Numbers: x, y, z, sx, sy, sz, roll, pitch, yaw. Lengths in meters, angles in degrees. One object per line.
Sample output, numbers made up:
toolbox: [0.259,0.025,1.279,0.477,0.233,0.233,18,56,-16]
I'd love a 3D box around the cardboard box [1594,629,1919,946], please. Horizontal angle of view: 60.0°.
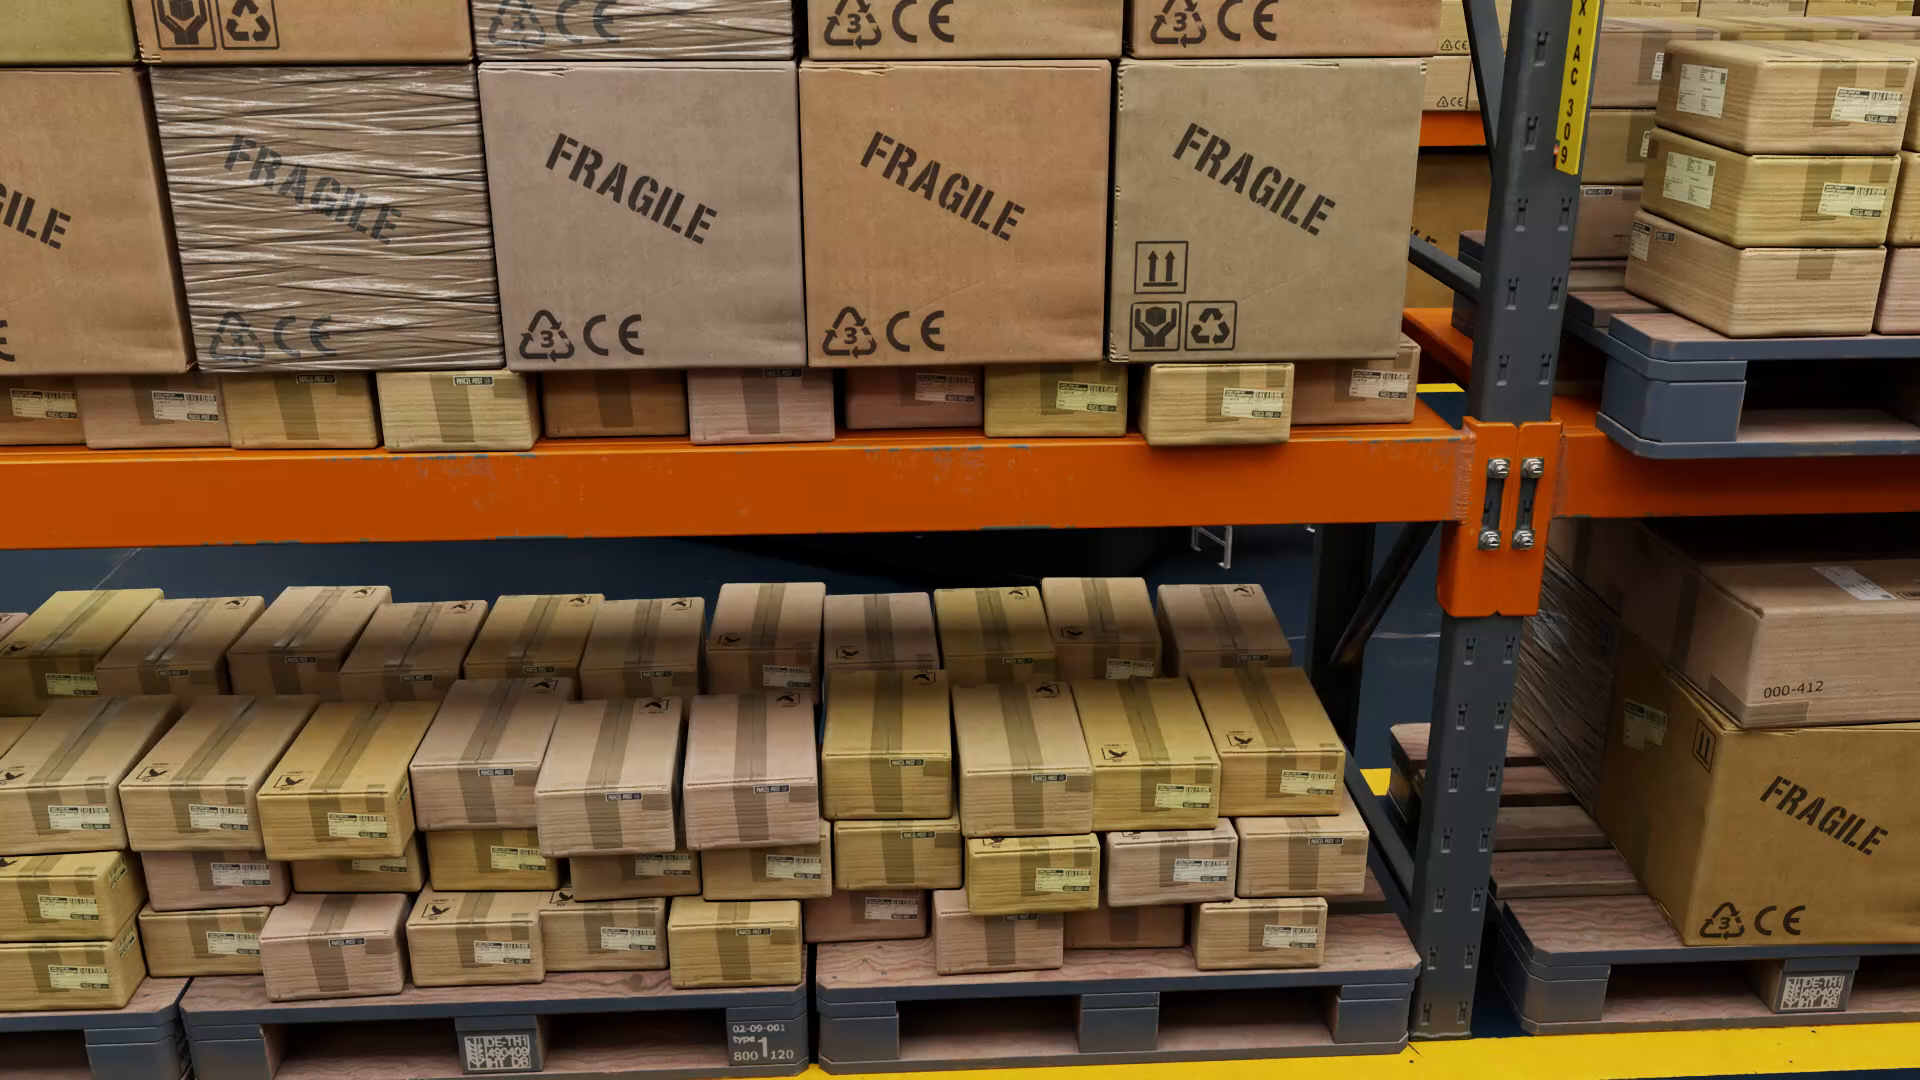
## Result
cardboard box: [1.712,0.501,3.512,0.500,0.500,0.500,0,21,-1]

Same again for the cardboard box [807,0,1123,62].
cardboard box: [-0.011,-1.085,2.791,0.500,0.500,0.500,-2,21,-5]

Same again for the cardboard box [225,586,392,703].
cardboard box: [-1.488,0.246,3.841,0.250,0.149,0.380,0,21,-1]

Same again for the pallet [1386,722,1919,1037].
pallet: [1.736,0.737,3.889,1.213,0.211,1.003,-1,21,-3]

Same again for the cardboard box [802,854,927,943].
cardboard box: [-0.208,0.681,3.532,0.250,0.149,0.380,-2,21,-4]

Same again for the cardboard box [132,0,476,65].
cardboard box: [-1.039,-1.063,2.734,0.500,0.500,0.500,-2,21,-5]

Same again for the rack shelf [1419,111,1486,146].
rack shelf: [2.572,-2.011,8.197,4.000,0.370,1.077,-1,21,-3]

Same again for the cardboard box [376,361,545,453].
cardboard box: [-0.870,-0.286,3.010,0.250,0.149,0.380,-1,21,-2]

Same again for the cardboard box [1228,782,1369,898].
cardboard box: [0.662,0.567,3.416,0.250,0.149,0.380,-1,21,-2]

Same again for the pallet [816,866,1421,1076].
pallet: [0.290,0.780,3.777,1.213,0.211,1.003,-1,21,-3]

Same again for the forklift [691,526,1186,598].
forklift: [-0.639,-1.524,6.005,3.031,2.935,1.130,11,23,27]

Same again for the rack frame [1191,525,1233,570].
rack frame: [0.895,-0.496,5.737,0.015,1.200,0.240,-9,23,-22]

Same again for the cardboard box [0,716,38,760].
cardboard box: [-1.965,0.492,3.195,0.250,0.149,0.380,-1,21,-3]

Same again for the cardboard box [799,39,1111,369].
cardboard box: [-0.027,-0.615,2.963,0.500,0.500,0.500,-2,21,-5]

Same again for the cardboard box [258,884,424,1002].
cardboard box: [-1.225,0.749,3.354,0.250,0.149,0.380,-2,21,-6]

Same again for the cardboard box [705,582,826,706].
cardboard box: [-0.443,0.238,3.860,0.250,0.149,0.380,-1,21,-2]

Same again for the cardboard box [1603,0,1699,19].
cardboard box: [3.078,-2.422,7.774,0.500,0.250,0.500,-2,21,-4]

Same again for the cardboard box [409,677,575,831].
cardboard box: [-0.934,0.427,3.365,0.250,0.149,0.380,-1,21,-3]

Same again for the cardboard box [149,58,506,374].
cardboard box: [-1.040,-0.603,2.931,0.500,0.500,0.500,-2,21,-4]

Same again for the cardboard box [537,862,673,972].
cardboard box: [-0.711,0.718,3.437,0.250,0.149,0.380,-1,21,-2]

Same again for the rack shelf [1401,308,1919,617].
rack shelf: [2.955,-0.254,3.584,4.000,0.370,1.077,-1,21,-3]

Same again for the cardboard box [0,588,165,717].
cardboard box: [-2.015,0.254,3.820,0.250,0.149,0.380,-2,21,-4]

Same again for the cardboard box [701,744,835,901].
cardboard box: [-0.383,0.571,3.405,0.250,0.149,0.380,-1,21,-2]

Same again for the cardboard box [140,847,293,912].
cardboard box: [-1.459,0.581,3.377,0.250,0.149,0.380,-2,21,-6]

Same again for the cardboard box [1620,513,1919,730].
cardboard box: [1.712,0.150,3.379,0.500,0.250,0.500,-2,21,-5]

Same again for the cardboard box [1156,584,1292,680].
cardboard box: [0.603,0.242,3.851,0.250,0.149,0.380,0,21,-1]

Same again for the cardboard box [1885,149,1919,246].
cardboard box: [1.637,-0.618,2.874,0.250,0.149,0.380,-2,21,-4]

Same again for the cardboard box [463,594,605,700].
cardboard box: [-0.959,0.264,3.792,0.250,0.149,0.380,-1,21,-3]

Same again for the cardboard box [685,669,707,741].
cardboard box: [-0.711,0.380,3.906,0.250,0.149,0.380,-1,21,-3]

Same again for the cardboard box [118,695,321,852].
cardboard box: [-1.445,0.455,3.291,0.250,0.149,0.380,0,21,-1]

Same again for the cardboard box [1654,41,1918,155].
cardboard box: [1.378,-0.751,2.805,0.250,0.149,0.380,0,21,0]

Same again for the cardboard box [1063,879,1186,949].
cardboard box: [0.322,0.691,3.507,0.250,0.149,0.380,-1,21,-2]

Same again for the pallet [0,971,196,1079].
pallet: [-2.146,0.829,3.647,1.213,0.211,1.003,-1,21,-3]

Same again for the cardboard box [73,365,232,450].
cardboard box: [-1.398,-0.293,3.029,0.250,0.149,0.380,-2,21,-4]

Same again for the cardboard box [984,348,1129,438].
cardboard box: [0.166,-0.315,3.087,0.250,0.149,0.380,0,21,-1]

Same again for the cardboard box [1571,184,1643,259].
cardboard box: [1.344,-0.707,3.525,0.250,0.149,0.380,-2,21,-4]

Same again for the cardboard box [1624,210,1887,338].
cardboard box: [1.378,-0.473,2.911,0.250,0.149,0.380,-2,21,-6]

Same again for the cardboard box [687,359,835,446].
cardboard box: [-0.363,-0.303,3.053,0.250,0.149,0.380,-2,21,-5]

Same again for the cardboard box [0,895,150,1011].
cardboard box: [-1.728,0.762,3.319,0.250,0.149,0.380,-1,21,-2]

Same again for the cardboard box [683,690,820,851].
cardboard box: [-0.411,0.451,3.302,0.250,0.149,0.380,-2,21,-6]

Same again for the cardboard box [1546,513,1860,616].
cardboard box: [1.688,-0.033,3.862,0.500,0.250,0.500,-2,21,-4]

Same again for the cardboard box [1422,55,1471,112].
cardboard box: [2.059,-2.167,7.808,0.500,0.250,0.500,-1,21,-3]

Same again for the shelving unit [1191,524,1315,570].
shelving unit: [1.118,-0.531,5.829,0.503,1.200,0.258,-9,23,-22]

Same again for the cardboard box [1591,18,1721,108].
cardboard box: [1.348,-0.984,3.417,0.250,0.149,0.380,0,21,-1]

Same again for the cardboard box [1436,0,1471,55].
cardboard box: [2.055,-2.400,7.717,0.500,0.250,0.500,-1,21,-2]

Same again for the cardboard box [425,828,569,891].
cardboard box: [-0.921,0.559,3.435,0.250,0.149,0.380,0,21,-1]

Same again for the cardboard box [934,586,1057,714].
cardboard box: [0.075,0.249,3.832,0.250,0.149,0.380,-1,21,-4]

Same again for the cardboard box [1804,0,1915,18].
cardboard box: [4.100,-2.451,7.851,0.500,0.250,0.500,-1,21,-3]

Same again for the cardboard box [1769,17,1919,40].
cardboard box: [1.875,-0.995,3.444,0.250,0.149,0.380,-2,21,-5]

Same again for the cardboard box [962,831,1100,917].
cardboard box: [0.126,0.588,3.359,0.250,0.149,0.380,-2,21,-5]

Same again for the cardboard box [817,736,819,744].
cardboard box: [-0.451,0.549,3.879,0.250,0.149,0.380,-2,21,-5]

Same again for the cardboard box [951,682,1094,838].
cardboard box: [0.117,0.435,3.344,0.250,0.149,0.380,-1,21,-4]

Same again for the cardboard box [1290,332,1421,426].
cardboard box: [0.687,-0.344,3.161,0.250,0.149,0.380,-1,21,-4]

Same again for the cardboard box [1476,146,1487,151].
cardboard box: [2.984,-1.590,8.476,0.875,0.875,0.875,-1,21,-2]

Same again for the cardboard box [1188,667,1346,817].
cardboard box: [0.618,0.408,3.414,0.250,0.149,0.380,-1,21,-2]
